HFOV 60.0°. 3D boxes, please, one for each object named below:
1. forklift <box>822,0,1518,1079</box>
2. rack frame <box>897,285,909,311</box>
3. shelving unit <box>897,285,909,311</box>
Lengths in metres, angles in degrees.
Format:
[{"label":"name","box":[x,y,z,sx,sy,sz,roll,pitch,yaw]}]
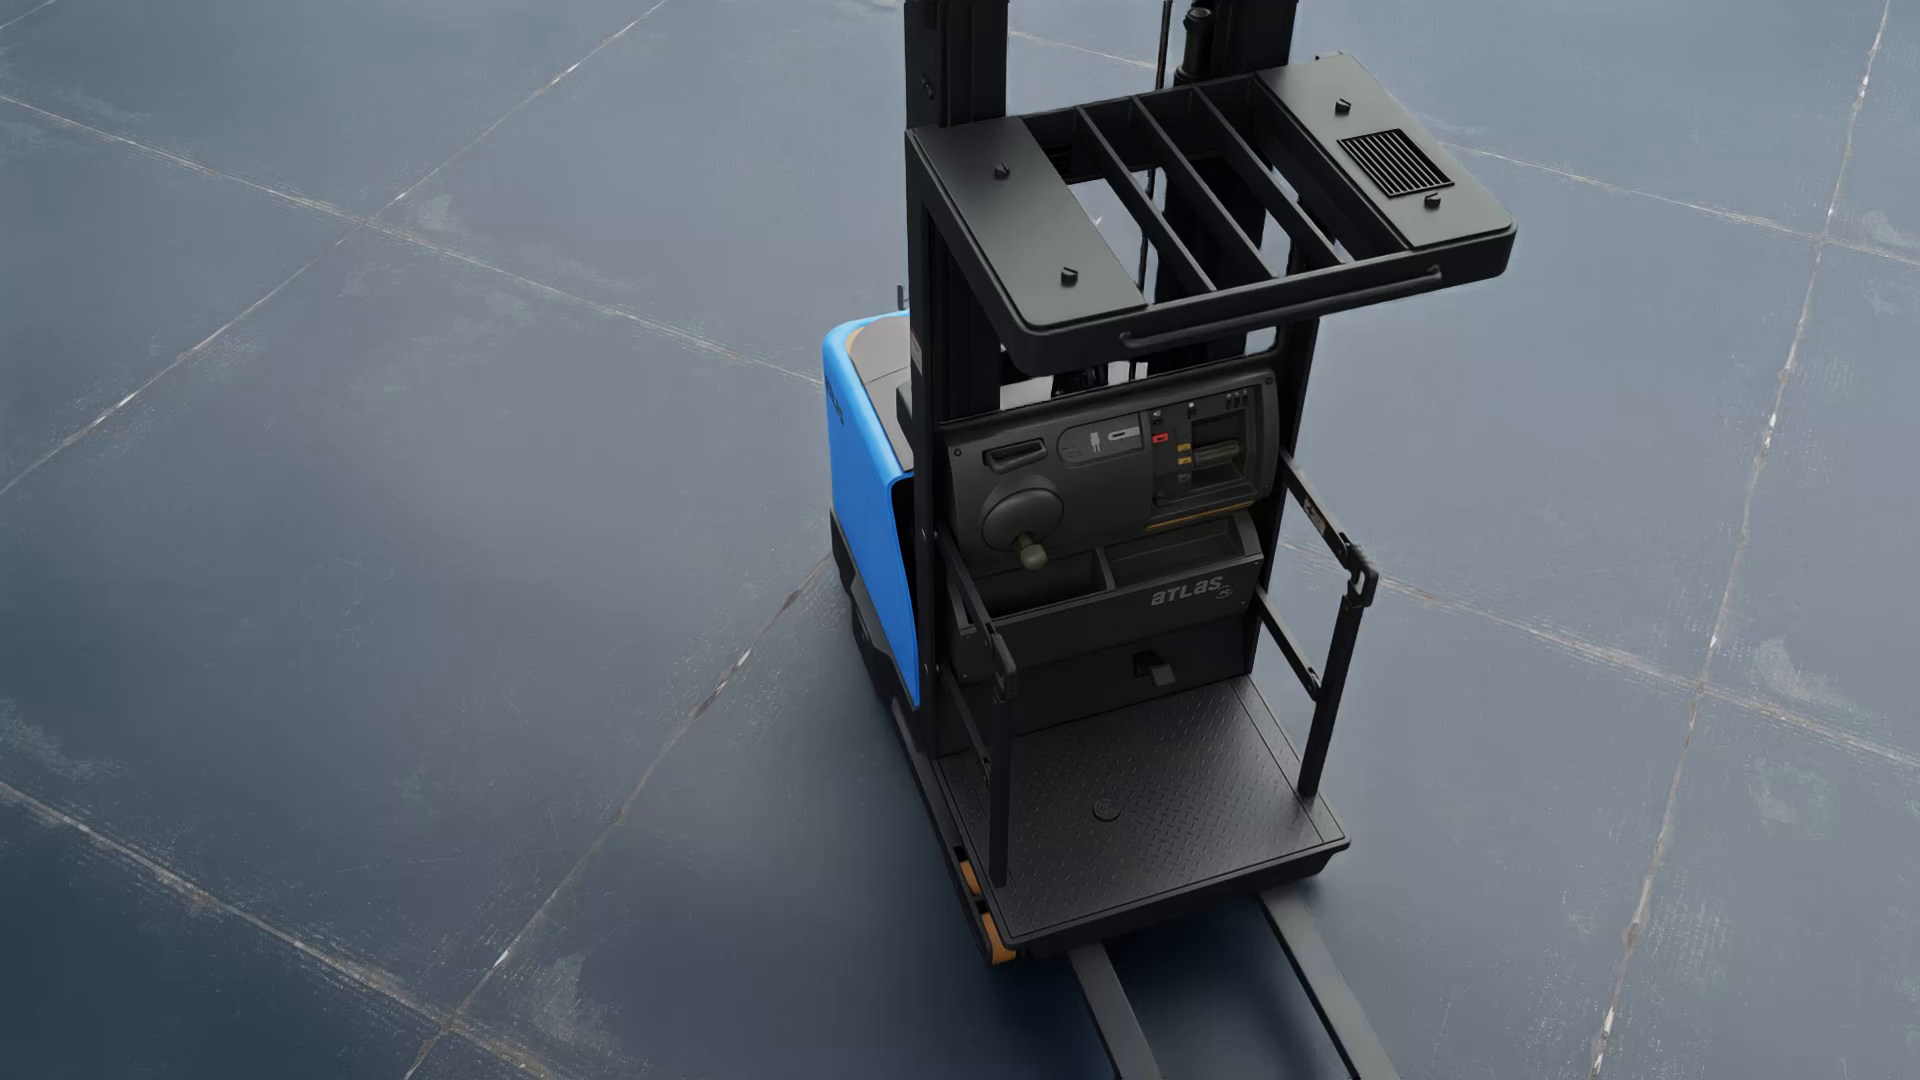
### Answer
[{"label":"forklift","box":[0.489,-0.093,4.281,1.130,2.935,3.031,-14,47,-13]},{"label":"rack frame","box":[-0.106,-0.564,6.174,0.240,0.900,0.006,10,46,10]},{"label":"shelving unit","box":[-0.131,-0.494,6.105,0.258,0.900,0.210,10,46,10]}]
